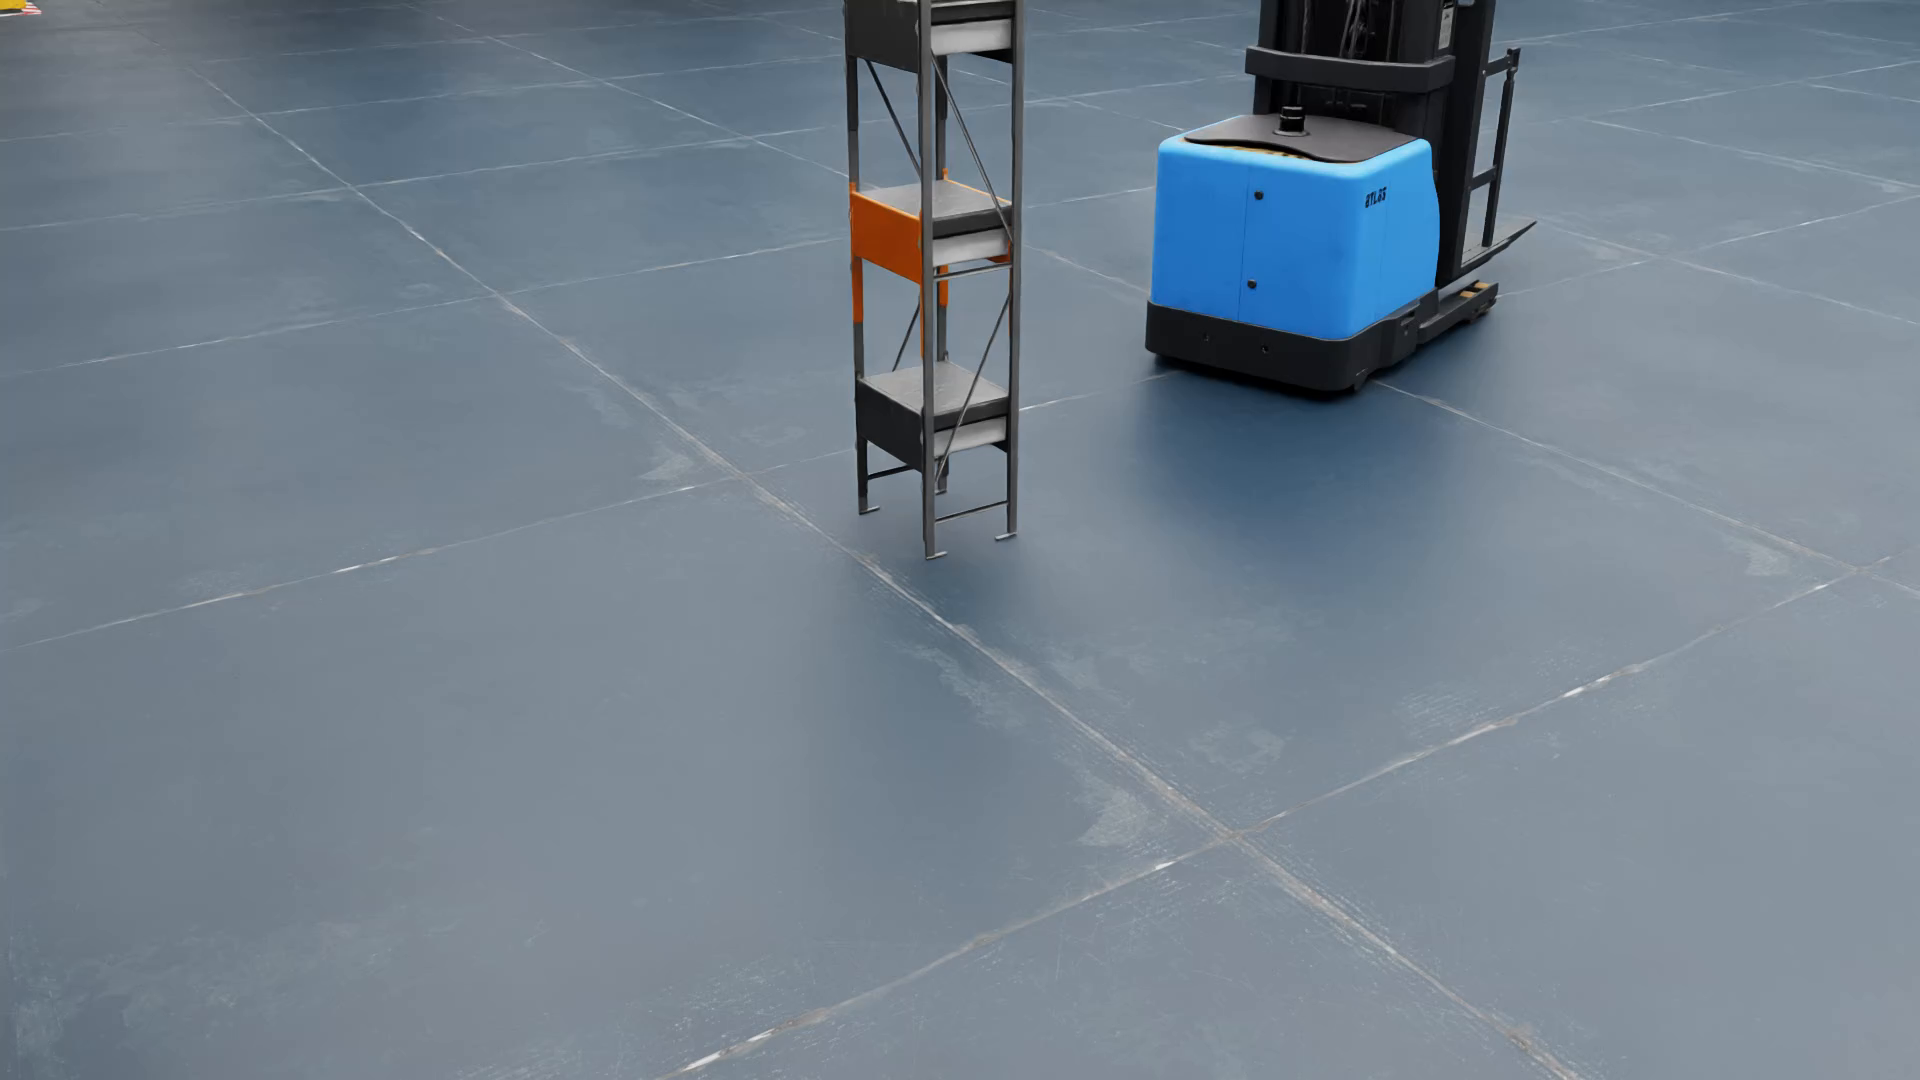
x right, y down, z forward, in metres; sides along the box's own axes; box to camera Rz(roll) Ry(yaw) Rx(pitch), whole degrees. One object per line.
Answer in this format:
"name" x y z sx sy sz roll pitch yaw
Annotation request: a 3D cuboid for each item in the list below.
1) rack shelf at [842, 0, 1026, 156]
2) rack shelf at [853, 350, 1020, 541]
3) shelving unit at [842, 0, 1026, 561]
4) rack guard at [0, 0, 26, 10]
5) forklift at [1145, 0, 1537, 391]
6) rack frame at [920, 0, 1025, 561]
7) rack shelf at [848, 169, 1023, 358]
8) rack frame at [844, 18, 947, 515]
"rack shelf" -0.090 -1.629 5.634 0.431 0.518 0.480 -16 29 -30
"rack shelf" -0.090 -0.363 6.232 0.431 0.518 0.480 -16 29 -30
"shelving unit" -0.090 -1.009 5.927 0.431 2.100 0.503 -16 29 -30
"rack guard" -11.465 -6.355 19.126 1.175 0.500 0.348 -16 29 -30
"forklift" 2.184 -2.563 8.247 1.130 2.935 3.031 18 31 33
"rack frame" 0.043 -0.921 5.742 0.400 2.100 0.015 -16 29 -30
"rack shelf" -0.090 -0.996 5.933 0.431 0.518 0.480 -16 29 -30
"rack frame" -0.224 -1.096 6.112 0.400 2.100 0.015 -16 29 -30
